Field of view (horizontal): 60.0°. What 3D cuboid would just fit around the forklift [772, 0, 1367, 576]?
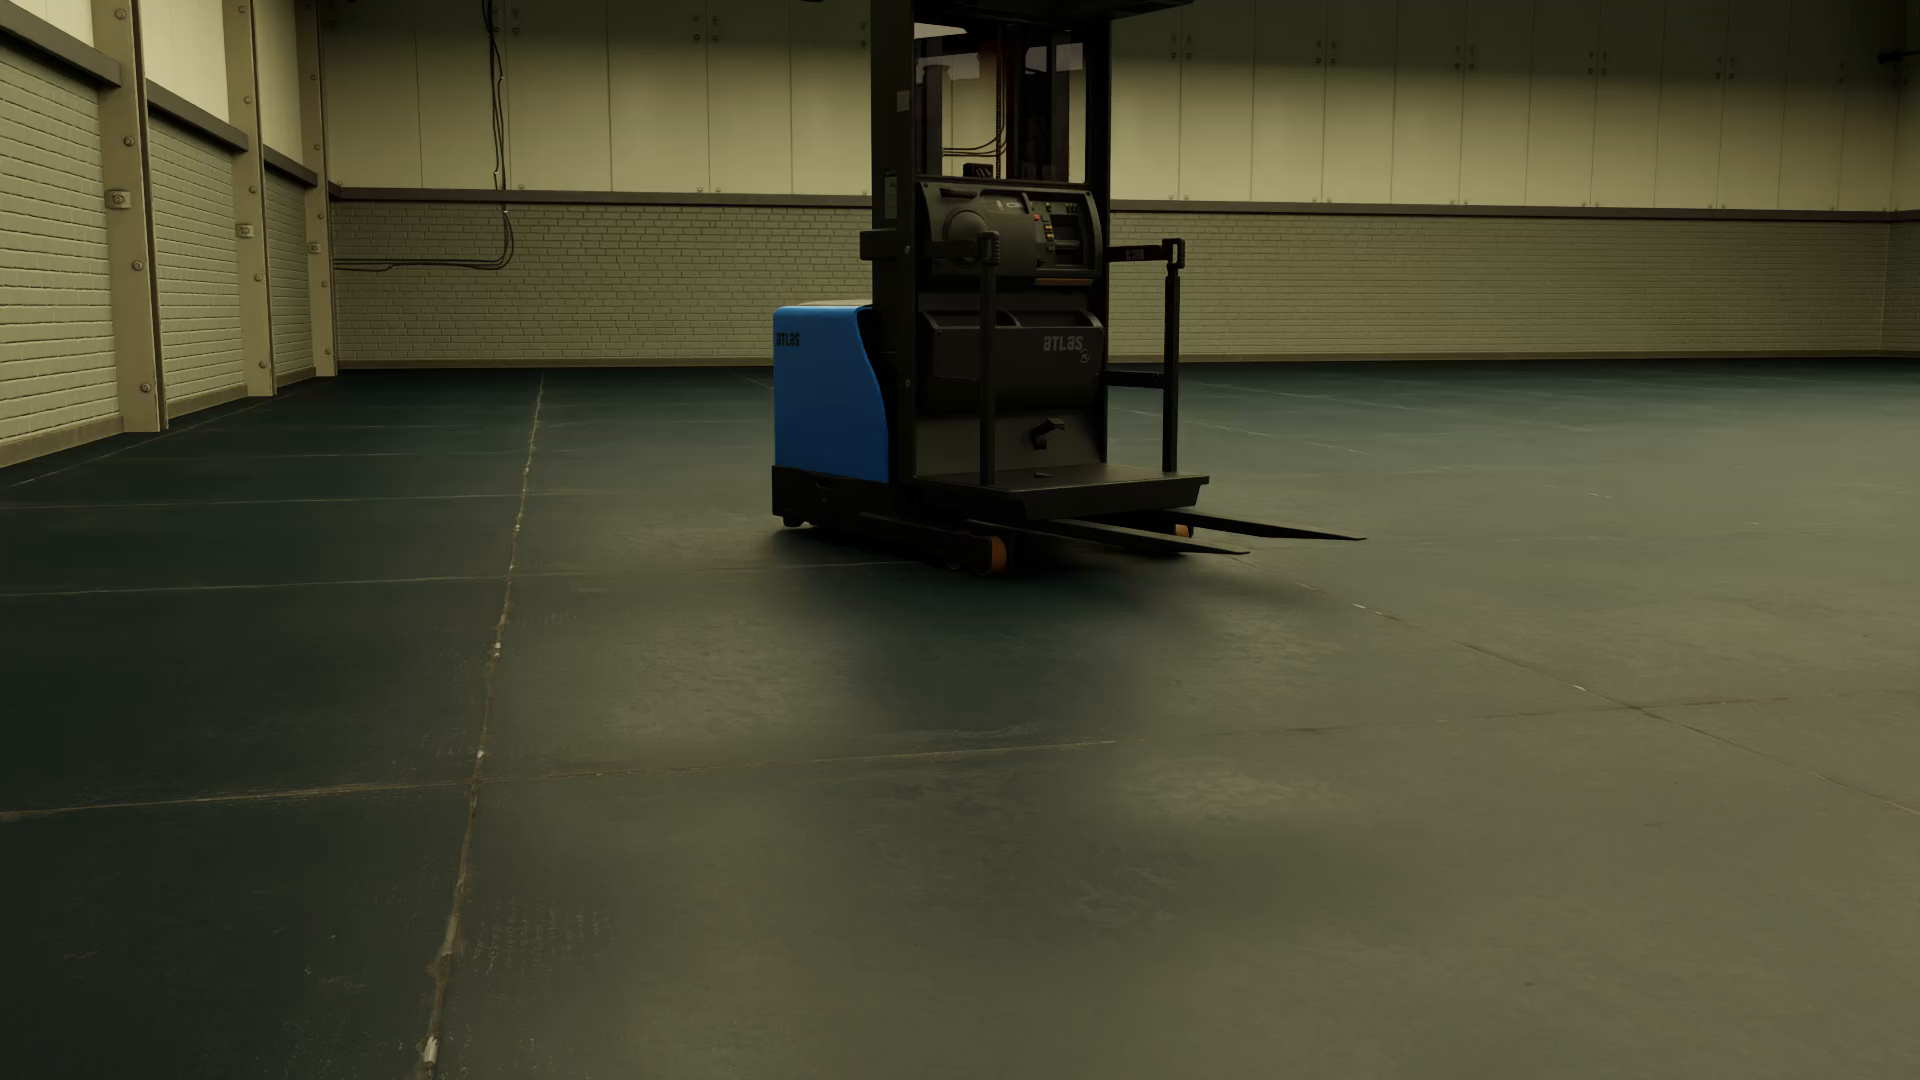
[{"bbox_3d":[0.355,-1.383,7.015,1.130,2.935,3.031,-6,10,-35],"label":"forklift"}]
